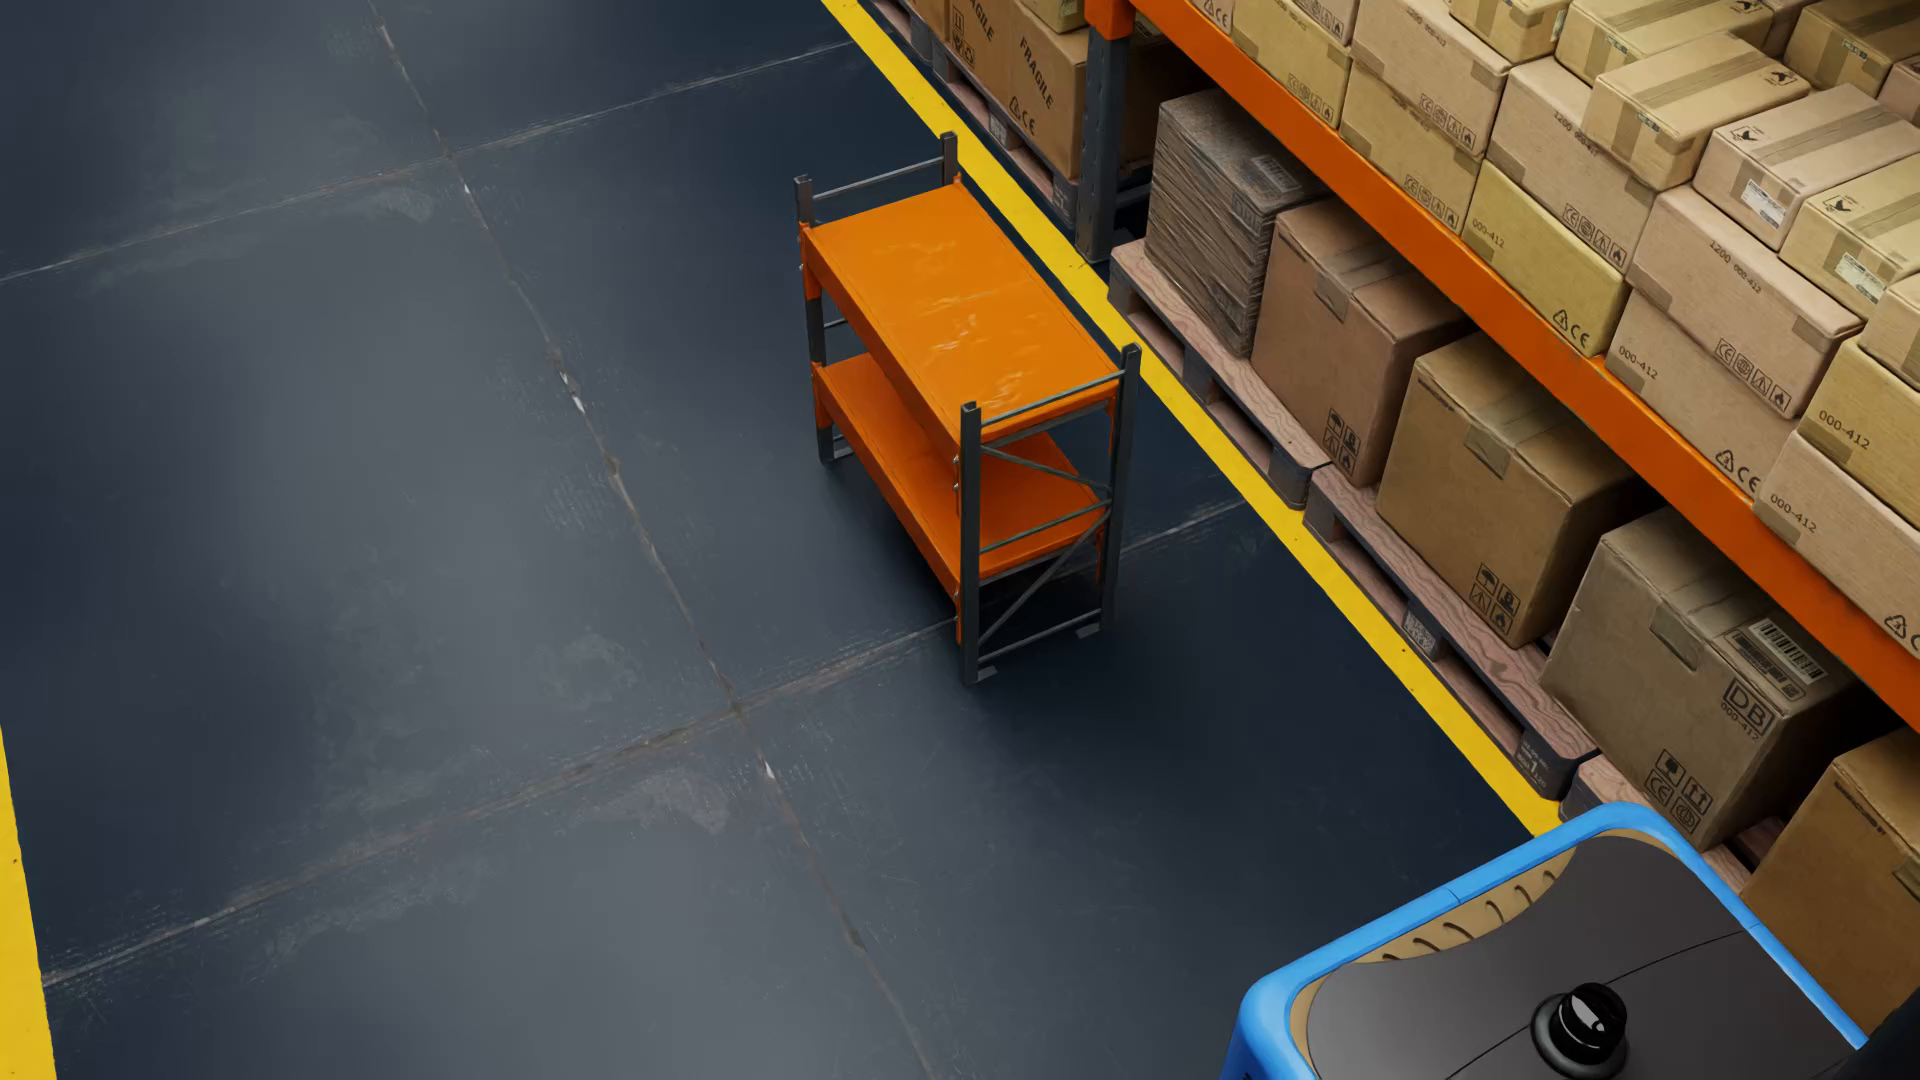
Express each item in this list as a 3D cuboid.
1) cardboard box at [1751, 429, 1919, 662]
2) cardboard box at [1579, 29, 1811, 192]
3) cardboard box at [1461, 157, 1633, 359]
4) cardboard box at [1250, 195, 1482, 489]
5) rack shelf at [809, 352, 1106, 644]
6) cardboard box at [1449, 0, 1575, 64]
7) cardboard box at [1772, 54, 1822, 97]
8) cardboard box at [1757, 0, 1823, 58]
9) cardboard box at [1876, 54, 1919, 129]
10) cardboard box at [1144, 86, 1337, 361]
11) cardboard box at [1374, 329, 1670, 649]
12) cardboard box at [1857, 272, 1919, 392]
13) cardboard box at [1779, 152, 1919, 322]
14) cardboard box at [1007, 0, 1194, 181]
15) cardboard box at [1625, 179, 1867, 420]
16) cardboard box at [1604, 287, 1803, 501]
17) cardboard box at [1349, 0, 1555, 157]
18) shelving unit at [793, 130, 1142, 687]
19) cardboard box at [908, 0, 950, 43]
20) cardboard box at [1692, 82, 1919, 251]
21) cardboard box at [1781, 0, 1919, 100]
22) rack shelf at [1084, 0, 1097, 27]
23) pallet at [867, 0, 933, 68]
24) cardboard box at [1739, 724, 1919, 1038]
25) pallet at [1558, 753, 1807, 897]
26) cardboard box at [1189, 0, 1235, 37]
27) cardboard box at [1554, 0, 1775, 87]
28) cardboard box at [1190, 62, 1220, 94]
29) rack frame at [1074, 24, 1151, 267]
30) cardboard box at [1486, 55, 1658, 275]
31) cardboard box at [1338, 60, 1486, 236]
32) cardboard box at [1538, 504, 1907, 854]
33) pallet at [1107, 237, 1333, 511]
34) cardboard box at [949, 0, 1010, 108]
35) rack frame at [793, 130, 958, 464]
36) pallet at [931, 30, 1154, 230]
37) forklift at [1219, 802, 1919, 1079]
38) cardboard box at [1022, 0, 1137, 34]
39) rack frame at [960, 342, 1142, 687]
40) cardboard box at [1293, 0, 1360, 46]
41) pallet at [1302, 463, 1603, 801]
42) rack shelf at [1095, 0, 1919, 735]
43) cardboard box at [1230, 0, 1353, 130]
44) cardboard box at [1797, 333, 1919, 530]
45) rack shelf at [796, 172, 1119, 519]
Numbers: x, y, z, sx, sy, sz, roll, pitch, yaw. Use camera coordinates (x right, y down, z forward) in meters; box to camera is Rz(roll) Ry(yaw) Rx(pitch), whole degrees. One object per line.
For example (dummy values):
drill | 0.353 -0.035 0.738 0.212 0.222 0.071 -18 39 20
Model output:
cardboard box | 2.030 -0.063 3.412 0.500 0.250 0.500 -21 52 -18
cardboard box | 1.573 -0.925 3.569 0.380 0.149 0.250 -22 53 -18
cardboard box | 1.587 -0.749 4.012 0.500 0.250 0.500 -20 52 -16
cardboard box | 1.477 -0.708 5.175 0.875 0.625 0.625 -20 52 -16
rack shelf | -0.003 -0.214 5.015 0.538 0.278 1.000 -21 52 -18
cardboard box | 1.382 -1.280 3.879 0.380 0.149 0.250 -20 52 -17
cardboard box | 2.036 -1.101 3.988 0.500 0.250 0.500 -22 52 -18
cardboard box | 1.946 -1.286 3.884 0.380 0.149 0.250 -20 52 -17
cardboard box | 2.222 -0.958 3.598 0.380 0.149 0.250 -22 52 -18
cardboard box | 1.171 -1.142 5.555 0.875 0.625 0.625 -20 52 -16
cardboard box | 1.785 -0.257 4.781 0.875 0.625 0.625 -23 53 -19
cardboard box | 1.937 -0.408 3.117 0.380 0.149 0.250 -23 53 -19
cardboard box | 1.873 -0.605 3.289 0.380 0.149 0.250 -22 52 -18
cardboard box | 0.513 -1.732 6.154 0.500 0.500 0.500 -20 52 -16
cardboard box | 1.806 -0.573 3.526 0.500 0.250 0.500 -20 52 -17
cardboard box | 1.830 -0.406 3.712 0.500 0.250 0.500 -21 52 -17
cardboard box | 1.335 -1.250 4.118 0.500 0.250 0.500 -22 53 -18
shelving unit | -0.003 -0.375 4.831 0.538 1.125 1.048 -21 52 -18
cardboard box | 0.052 -2.420 6.756 0.500 0.500 0.500 -19 52 -16
cardboard box | 1.764 -0.775 3.437 0.380 0.149 0.250 -21 52 -17
cardboard box | 2.102 -1.123 3.742 0.380 0.149 0.250 -21 52 -17
rack shelf | -0.017 -3.310 6.630 1.077 0.370 4.000 -21 52 -18
pallet | 0.036 -2.618 7.400 1.003 0.211 1.213 -21 52 -18
cardboard box | 2.480 0.767 3.885 0.875 0.625 0.625 -19 52 -16
pallet | 2.357 0.907 4.316 1.003 0.211 1.213 -21 52 -18
cardboard box | 0.884 -1.778 4.912 0.500 0.250 0.500 -21 52 -17
cardboard box | 1.587 -1.139 3.756 0.380 0.149 0.250 -21 52 -18
cardboard box | 0.954 -1.902 6.302 0.500 0.500 0.500 -19 52 -16
rack frame | 0.898 -2.208 5.188 1.000 3.000 0.127 -21 52 -18
cardboard box | 1.592 -0.917 3.827 0.500 0.250 0.500 -20 52 -17
cardboard box | 1.351 -1.097 4.316 0.500 0.250 0.500 -23 53 -19
cardboard box | 2.131 0.245 4.341 0.875 0.625 0.625 -22 52 -18
pallet | 1.240 -0.726 5.744 1.003 0.211 1.213 -21 52 -18
cardboard box | 0.294 -2.071 6.450 0.500 0.500 0.500 -22 52 -18
rack frame | -0.236 -0.715 5.128 0.500 1.125 0.032 -21 52 -18
pallet | 0.590 -1.803 6.687 1.003 0.211 1.213 -21 52 -18
forklift | 1.628 1.406 2.073 1.130 2.935 3.031 -21 52 -18
cardboard box | 0.447 -1.980 5.940 0.380 0.149 0.250 -24 53 -19
rack frame | 0.230 -0.035 4.533 0.500 1.125 0.032 -21 52 -18
cardboard box | 1.112 -1.607 4.430 0.500 0.250 0.500 -20 52 -16
pallet | 1.794 0.090 5.031 1.003 0.211 1.213 -21 52 -18
rack shelf | 1.813 -0.633 4.289 1.077 0.370 4.000 -21 52 -18
cardboard box | 1.109 -1.439 4.616 0.500 0.250 0.500 -22 52 -18
cardboard box | 2.035 -0.229 3.225 0.500 0.250 0.500 -22 53 -18
rack shelf | -0.003 -0.568 4.610 0.538 0.278 1.000 -21 52 -18
